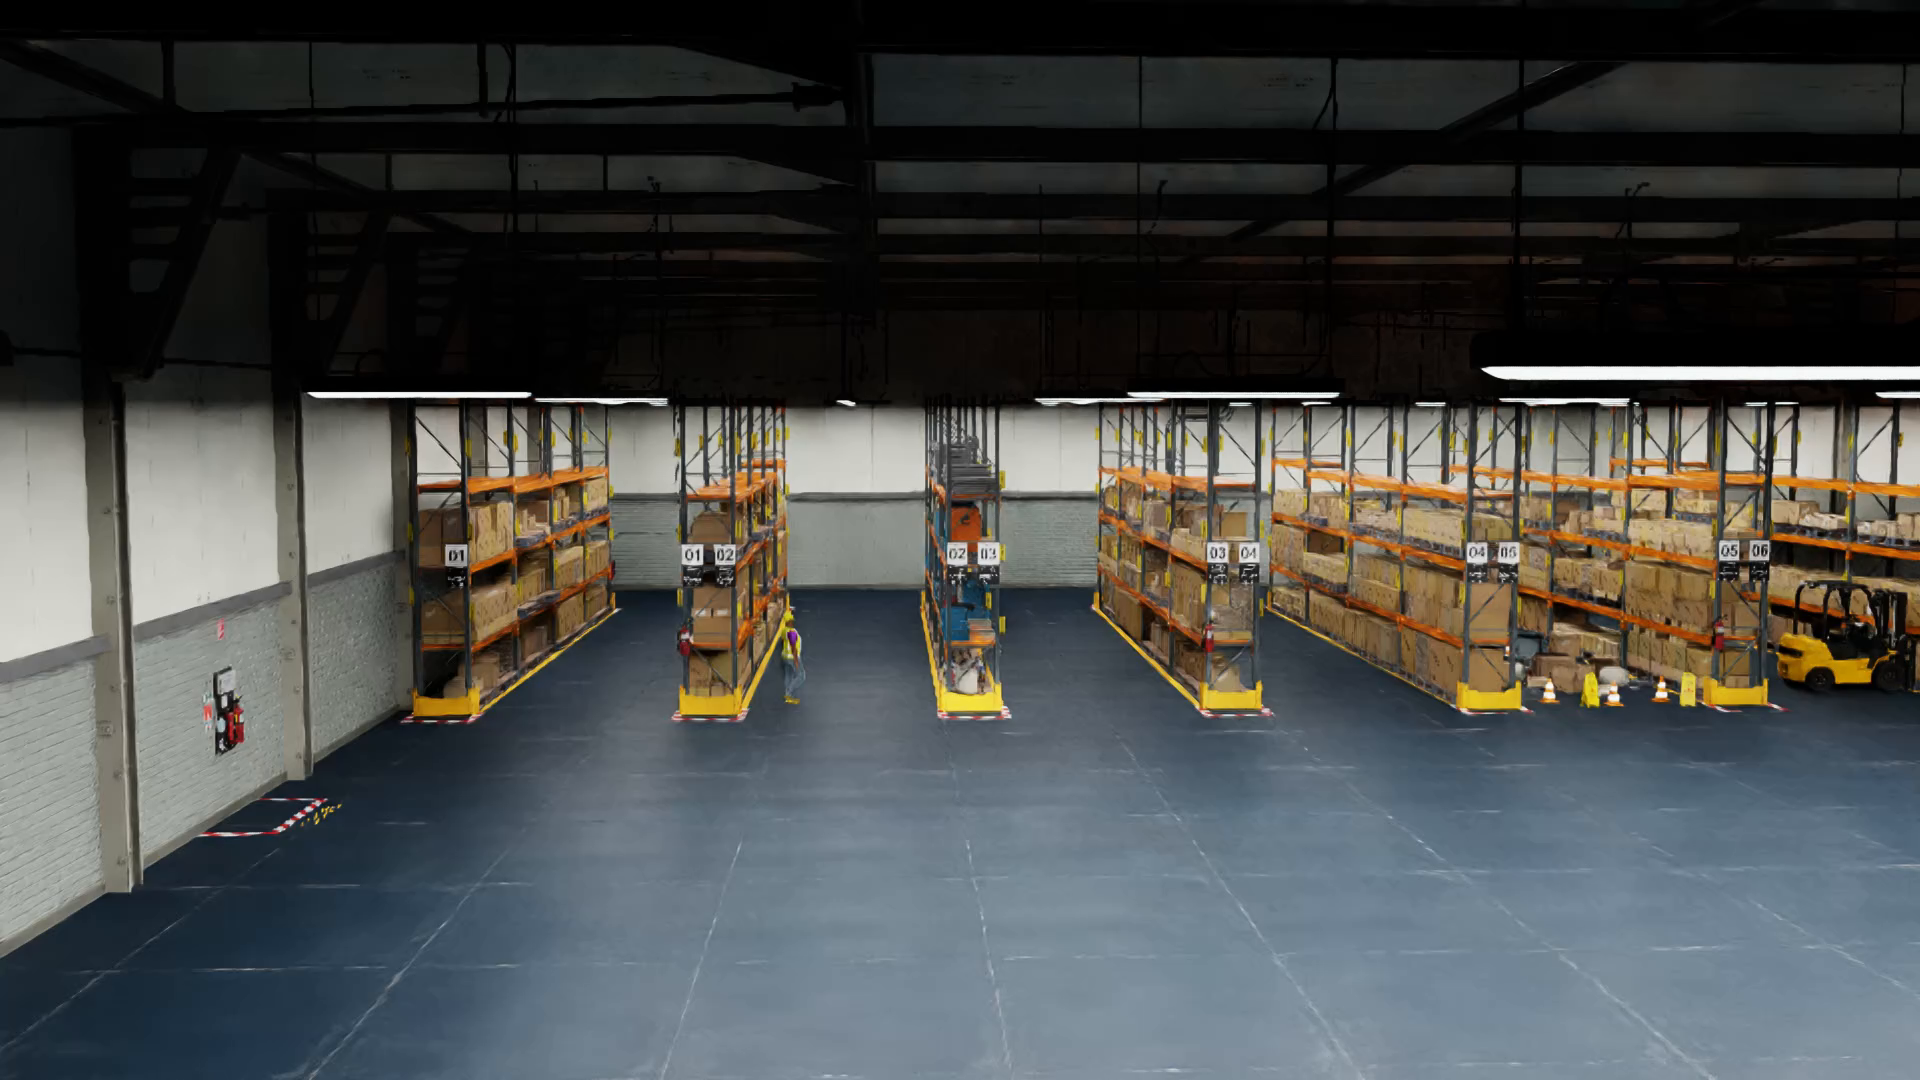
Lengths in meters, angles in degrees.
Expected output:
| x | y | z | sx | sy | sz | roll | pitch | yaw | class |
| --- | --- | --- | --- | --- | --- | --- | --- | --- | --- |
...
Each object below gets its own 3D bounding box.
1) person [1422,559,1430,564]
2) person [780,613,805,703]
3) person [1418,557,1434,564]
| x | y | z | sx | sy | sz | roll | pitch | yaw | class |
| --- | --- | --- | --- | --- | --- | --- | --- | --- | --- |
| 12.612 | 1.347 | 45.095 | 0.371 | 1.687 | 0.490 | 1 | 5 | 14 | person |
| -3.282 | 2.293 | 32.250 | 0.457 | 1.763 | 0.609 | -3 | 5 | -29 | person |
| 14.752 | 0.699 | 52.632 | 0.595 | 1.757 | 0.595 | -4 | 6 | -45 | person |
